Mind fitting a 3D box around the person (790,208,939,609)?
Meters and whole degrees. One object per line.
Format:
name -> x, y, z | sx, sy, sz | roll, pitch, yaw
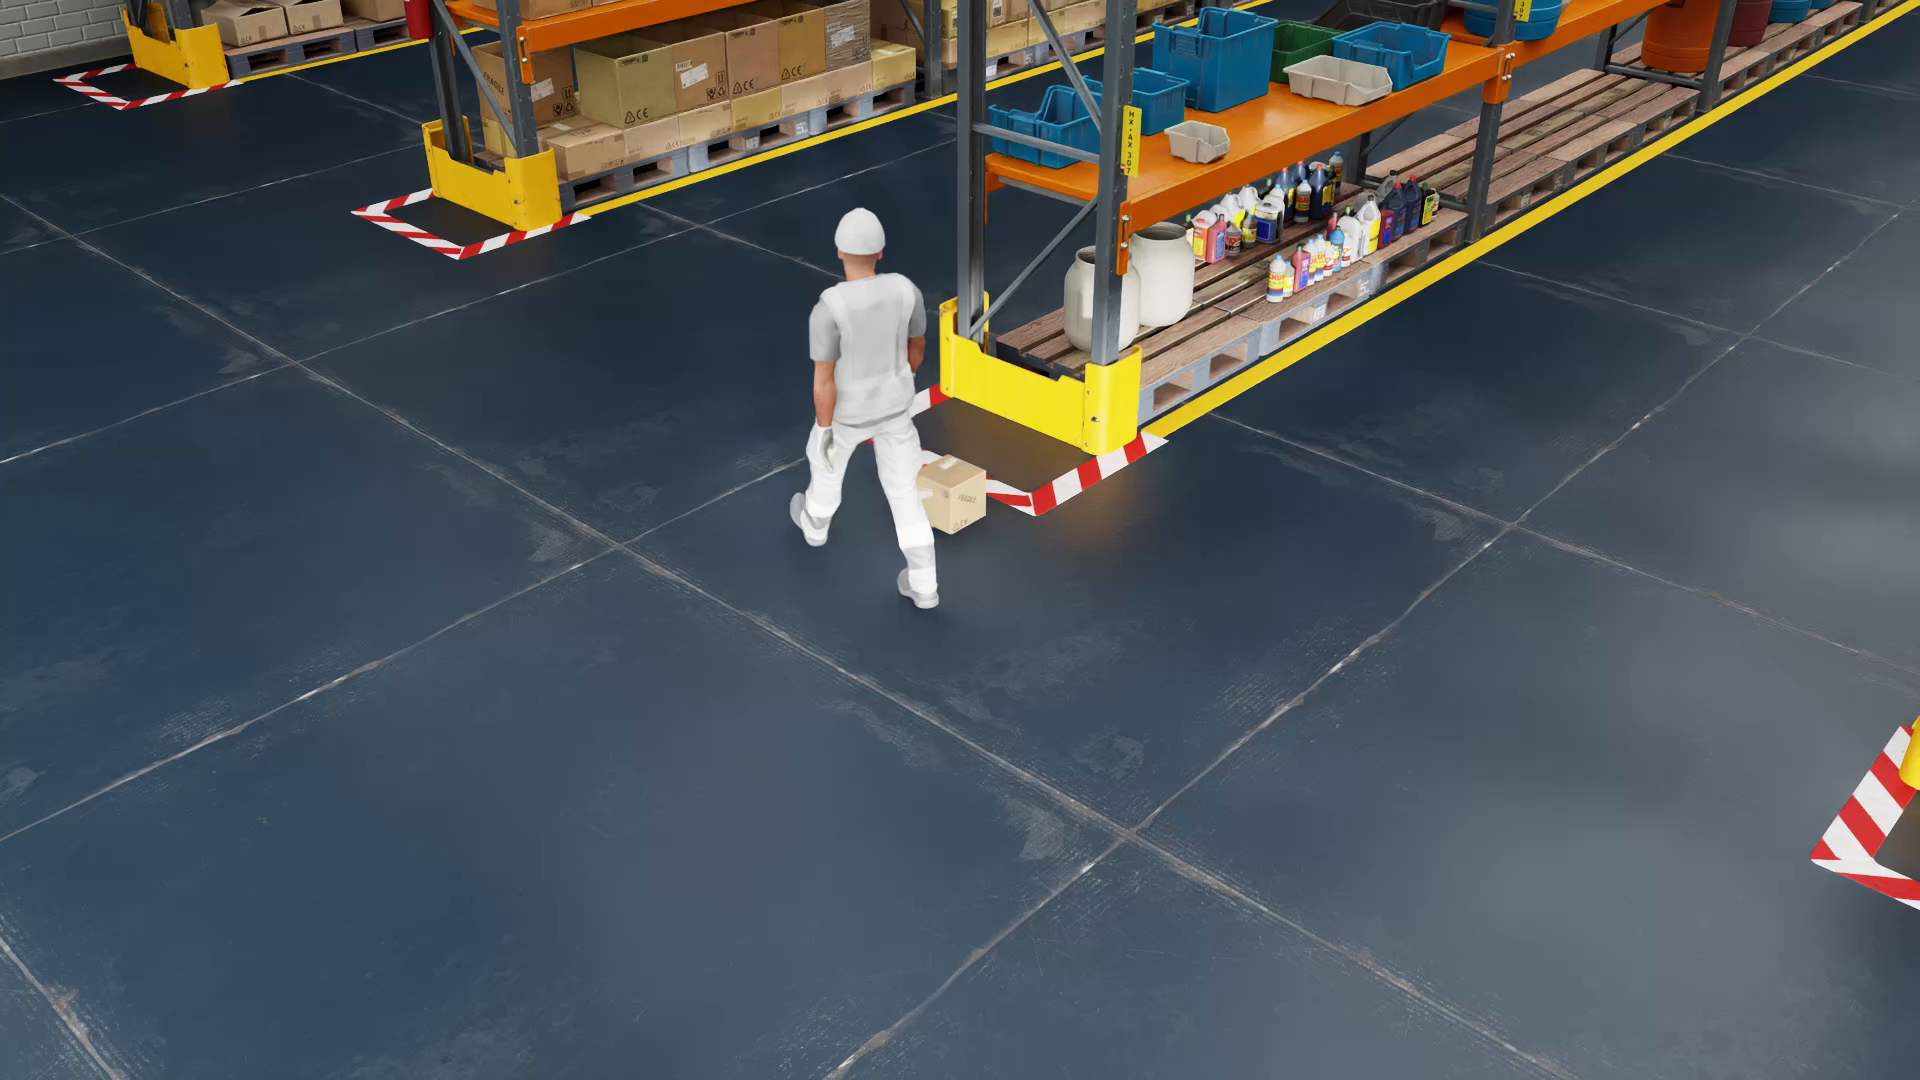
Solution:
person -> -0.436, -0.629, 7.171 | 0.563, 1.736, 1.008 | -12, 33, -20
